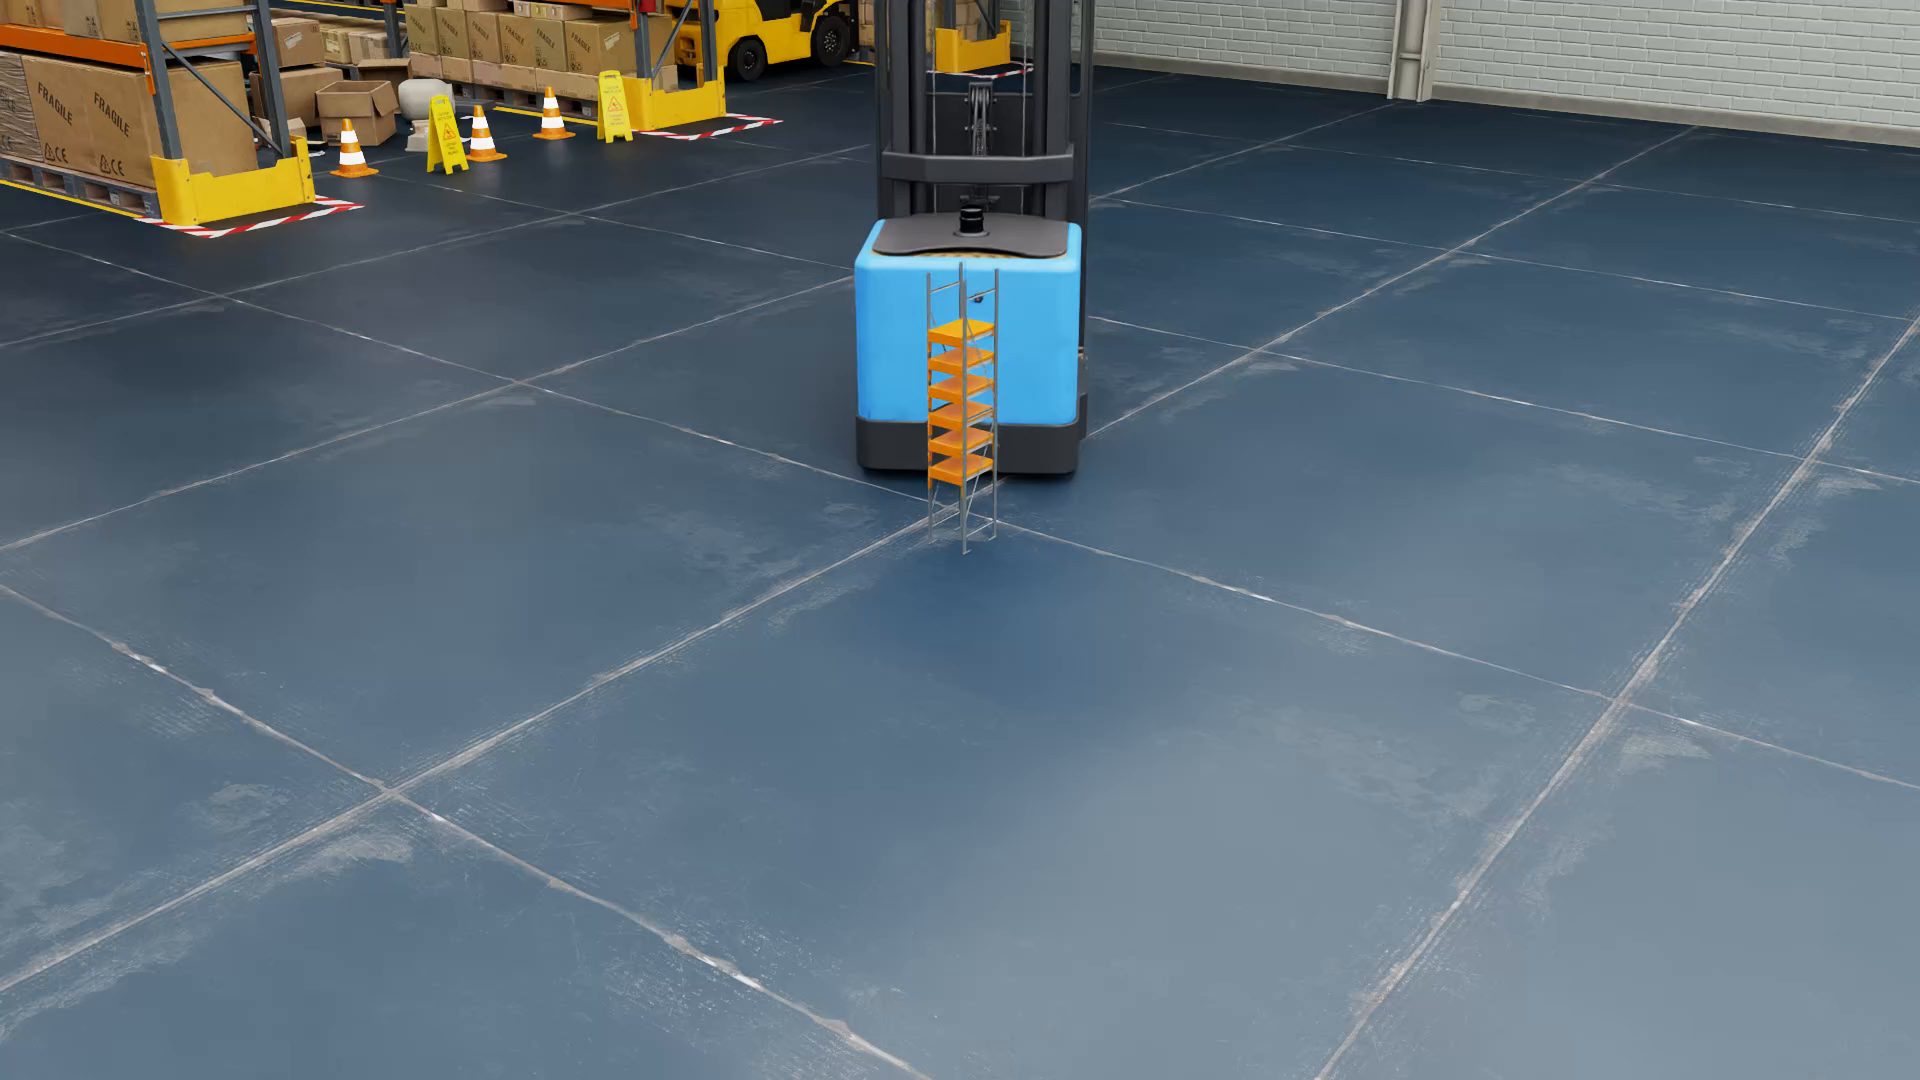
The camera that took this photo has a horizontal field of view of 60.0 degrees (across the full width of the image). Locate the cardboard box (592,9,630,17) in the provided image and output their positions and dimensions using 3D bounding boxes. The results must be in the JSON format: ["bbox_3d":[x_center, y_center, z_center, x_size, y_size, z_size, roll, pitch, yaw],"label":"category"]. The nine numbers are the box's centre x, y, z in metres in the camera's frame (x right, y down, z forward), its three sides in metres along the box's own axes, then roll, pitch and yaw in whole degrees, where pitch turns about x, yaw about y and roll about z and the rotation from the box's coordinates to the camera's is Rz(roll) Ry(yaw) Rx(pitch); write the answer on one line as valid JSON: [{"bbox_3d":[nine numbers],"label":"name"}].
[{"bbox_3d":[-3.746,-5.303,17.526,0.500,0.500,0.500,16,28,31],"label":"cardboard box"}]

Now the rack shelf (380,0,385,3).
[{"bbox_3d":[-7.627,-6.733,19.704,4.000,0.370,1.077,17,29,33],"label":"rack shelf"}]

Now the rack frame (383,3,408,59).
[{"bbox_3d":[-6.026,-6.579,18.461,0.127,3.000,1.000,17,29,33],"label":"rack frame"}]

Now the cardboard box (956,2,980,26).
[{"bbox_3d":[-0.103,-6.557,20.682,0.500,0.250,0.500,17,29,34],"label":"cardboard box"}]

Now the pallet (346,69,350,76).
[{"bbox_3d":[-7.631,-5.785,20.119,1.213,0.211,1.003,17,29,33],"label":"pallet"}]

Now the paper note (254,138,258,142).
[{"bbox_3d":[-6.730,-3.857,15.976,0.172,0.023,0.155,-15,28,-30],"label":"paper note"}]

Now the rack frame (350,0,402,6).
[{"bbox_3d":[-9.454,-10.116,26.489,0.127,3.000,1.000,17,29,33],"label":"rack frame"}]

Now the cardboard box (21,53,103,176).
[{"bbox_3d":[-7.001,-3.565,13.735,0.875,0.875,0.875,16,29,32],"label":"cardboard box"}]

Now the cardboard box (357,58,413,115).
[{"bbox_3d":[-5.985,-4.738,17.380,0.500,0.500,0.500,-5,24,-12],"label":"cardboard box"}]

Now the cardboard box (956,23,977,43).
[{"bbox_3d":[-0.127,-6.330,20.785,0.500,0.250,0.500,17,29,34],"label":"cardboard box"}]

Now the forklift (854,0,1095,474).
[{"bbox_3d":[0.138,-2.205,8.620,1.130,2.935,3.031,2,24,4],"label":"forklift"}]

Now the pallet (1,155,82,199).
[{"bbox_3d":[-7.372,-3.177,14.199,1.213,0.211,1.003,17,29,33],"label":"pallet"}]

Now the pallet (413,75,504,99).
[{"bbox_3d":[-5.468,-5.152,18.681,1.213,0.211,1.003,17,29,33],"label":"pallet"}]

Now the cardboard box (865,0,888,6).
[{"bbox_3d":[-0.819,-6.738,20.471,0.500,0.250,0.500,17,29,34],"label":"cardboard box"}]

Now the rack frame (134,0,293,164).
[{"bbox_3d":[-5.714,-3.990,12.586,0.127,3.000,1.000,17,29,33],"label":"rack frame"}]

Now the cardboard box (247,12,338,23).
[{"bbox_3d":[-8.186,-6.220,20.385,0.625,0.372,0.950,16,28,32],"label":"cardboard box"}]

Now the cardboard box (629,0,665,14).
[{"bbox_3d":[-4.093,-7.599,23.202,0.625,0.625,0.875,16,29,33],"label":"cardboard box"}]

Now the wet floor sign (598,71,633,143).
[{"bbox_3d":[-3.315,-4.143,15.853,0.267,0.644,0.232,-15,28,-30],"label":"wet floor sign"}]

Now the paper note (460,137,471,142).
[{"bbox_3d":[-4.776,-3.839,15.926,0.142,0.019,0.148,7,25,15],"label":"paper note"}]

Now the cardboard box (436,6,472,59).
[{"bbox_3d":[-5.281,-5.500,17.973,0.500,0.500,0.500,18,30,35],"label":"cardboard box"}]

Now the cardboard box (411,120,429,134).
[{"bbox_3d":[-5.085,-3.972,16.080,0.380,0.149,0.250,-10,26,-21],"label":"cardboard box"}]

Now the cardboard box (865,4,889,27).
[{"bbox_3d":[-0.824,-6.518,20.593,0.500,0.250,0.500,16,29,33],"label":"cardboard box"}]

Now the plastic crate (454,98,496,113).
[{"bbox_3d":[-5.262,-4.599,17.588,0.583,0.080,0.402,7,25,15],"label":"plastic crate"}]

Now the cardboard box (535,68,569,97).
[{"bbox_3d":[-4.044,-4.782,17.272,0.500,0.250,0.500,17,29,33],"label":"cardboard box"}]

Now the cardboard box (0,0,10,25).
[{"bbox_3d":[-7.797,-4.646,13.889,0.550,0.550,0.875,17,29,33],"label":"cardboard box"}]

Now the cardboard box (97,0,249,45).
[{"bbox_3d":[-6.038,-4.134,12.726,0.550,0.550,0.875,17,29,33],"label":"cardboard box"}]

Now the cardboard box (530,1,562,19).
[{"bbox_3d":[-4.156,-5.424,16.995,0.250,0.149,0.380,17,29,34],"label":"cardboard box"}]

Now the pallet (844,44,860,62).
[{"bbox_3d":[-1.461,-6.405,21.524,1.213,0.211,1.003,17,29,33],"label":"pallet"}]

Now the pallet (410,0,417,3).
[{"bbox_3d":[-7.800,-8.360,25.963,1.213,0.211,1.003,17,29,33],"label":"pallet"}]

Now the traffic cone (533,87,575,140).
[{"bbox_3d":[-3.943,-4.138,16.069,0.334,0.463,0.336,17,29,33],"label":"traffic cone"}]

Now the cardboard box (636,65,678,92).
[{"bbox_3d":[-3.305,-4.830,17.381,0.500,0.250,0.500,17,29,33],"label":"cardboard box"}]

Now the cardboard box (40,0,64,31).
[{"bbox_3d":[-6.864,-4.436,13.411,0.550,0.550,0.875,17,29,33],"label":"cardboard box"}]

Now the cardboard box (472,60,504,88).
[{"bbox_3d":[-4.856,-5.030,17.835,0.500,0.250,0.500,16,29,33],"label":"cardboard box"}]

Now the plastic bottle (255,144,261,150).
[{"bbox_3d":[-6.620,-3.636,15.427,0.133,0.061,0.283,7,25,15],"label":"plastic bottle"}]

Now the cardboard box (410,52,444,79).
[{"bbox_3d":[-5.716,-5.283,18.409,0.500,0.250,0.500,15,28,31],"label":"cardboard box"}]

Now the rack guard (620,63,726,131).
[{"bbox_3d":[-2.887,-4.486,16.811,0.348,0.500,1.175,17,29,33],"label":"rack guard"}]

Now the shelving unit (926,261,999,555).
[{"bbox_3d":[0.012,-0.546,7.000,0.189,1.200,0.258,17,29,33],"label":"shelving unit"}]

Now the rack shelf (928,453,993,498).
[{"bbox_3d":[0.012,-0.285,7.115,0.180,0.103,0.258,17,29,33],"label":"rack shelf"}]

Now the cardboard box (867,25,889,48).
[{"bbox_3d":[-0.809,-6.283,20.679,0.500,0.250,0.500,17,29,33],"label":"cardboard box"}]

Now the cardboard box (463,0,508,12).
[{"bbox_3d":[-5.023,-5.685,17.588,0.250,0.149,0.380,19,30,36],"label":"cardboard box"}]

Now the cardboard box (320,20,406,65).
[{"bbox_3d":[-7.025,-5.867,19.584,0.625,0.372,0.950,19,30,36],"label":"cardboard box"}]

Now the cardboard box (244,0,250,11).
[{"bbox_3d":[-9.730,-6.960,21.440,0.875,0.875,0.875,17,29,33],"label":"cardboard box"}]

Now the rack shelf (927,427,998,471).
[{"bbox_3d":[0.012,-0.395,7.066,0.180,0.103,0.258,17,29,33],"label":"rack shelf"}]

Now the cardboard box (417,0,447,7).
[{"bbox_3d":[-5.652,-5.873,18.015,0.250,0.149,0.380,17,29,34],"label":"cardboard box"}]

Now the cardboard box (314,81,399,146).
[{"bbox_3d":[-5.750,-4.077,15.879,0.637,0.503,0.797,-1,24,-3],"label":"cardboard box"}]

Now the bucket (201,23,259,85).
[{"bbox_3d":[-7.423,-4.866,16.748,0.726,0.611,0.620,-15,18,-30],"label":"bucket"}]

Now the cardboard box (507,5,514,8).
[{"bbox_3d":[-4.575,-5.554,18.094,0.500,0.500,0.500,19,30,36],"label":"cardboard box"}]

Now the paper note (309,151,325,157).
[{"bbox_3d":[-5.917,-3.547,15.266,0.144,0.017,0.142,-15,28,-30],"label":"paper note"}]

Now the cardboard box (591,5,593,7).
[{"bbox_3d":[-5.235,-7.943,23.982,0.625,0.625,0.875,18,29,35],"label":"cardboard box"}]

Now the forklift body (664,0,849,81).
[{"bbox_3d":[-2.463,-6.695,19.779,1.214,2.155,2.313,17,29,33],"label":"forklift body"}]

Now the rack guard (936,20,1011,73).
[{"bbox_3d":[0.167,-6.064,20.393,0.348,0.500,1.175,17,29,33],"label":"rack guard"}]

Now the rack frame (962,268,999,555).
[{"bbox_3d":[0.085,-0.523,6.950,0.006,1.200,0.240,17,29,33],"label":"rack frame"}]

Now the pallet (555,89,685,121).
[{"bbox_3d":[-3.515,-4.562,17.341,1.213,0.211,1.003,17,29,33],"label":"pallet"}]

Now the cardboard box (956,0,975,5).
[{"bbox_3d":[-0.123,-6.783,20.573,0.500,0.250,0.500,16,29,33],"label":"cardboard box"}]

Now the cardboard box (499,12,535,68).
[{"bbox_3d":[-4.442,-5.248,17.399,0.500,0.500,0.500,16,28,32],"label":"cardboard box"}]

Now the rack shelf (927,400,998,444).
[{"bbox_3d":[0.012,-0.505,7.018,0.180,0.103,0.258,17,29,33],"label":"rack shelf"}]

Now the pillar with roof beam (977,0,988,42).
[{"bbox_3d":[-2.450,-9.029,16.583,0.400,9.000,9.100,17,29,33],"label":"pillar with roof beam"}]

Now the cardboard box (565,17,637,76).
[{"bbox_3d":[-3.623,-4.998,16.833,0.500,0.500,0.500,17,29,34],"label":"cardboard box"}]
